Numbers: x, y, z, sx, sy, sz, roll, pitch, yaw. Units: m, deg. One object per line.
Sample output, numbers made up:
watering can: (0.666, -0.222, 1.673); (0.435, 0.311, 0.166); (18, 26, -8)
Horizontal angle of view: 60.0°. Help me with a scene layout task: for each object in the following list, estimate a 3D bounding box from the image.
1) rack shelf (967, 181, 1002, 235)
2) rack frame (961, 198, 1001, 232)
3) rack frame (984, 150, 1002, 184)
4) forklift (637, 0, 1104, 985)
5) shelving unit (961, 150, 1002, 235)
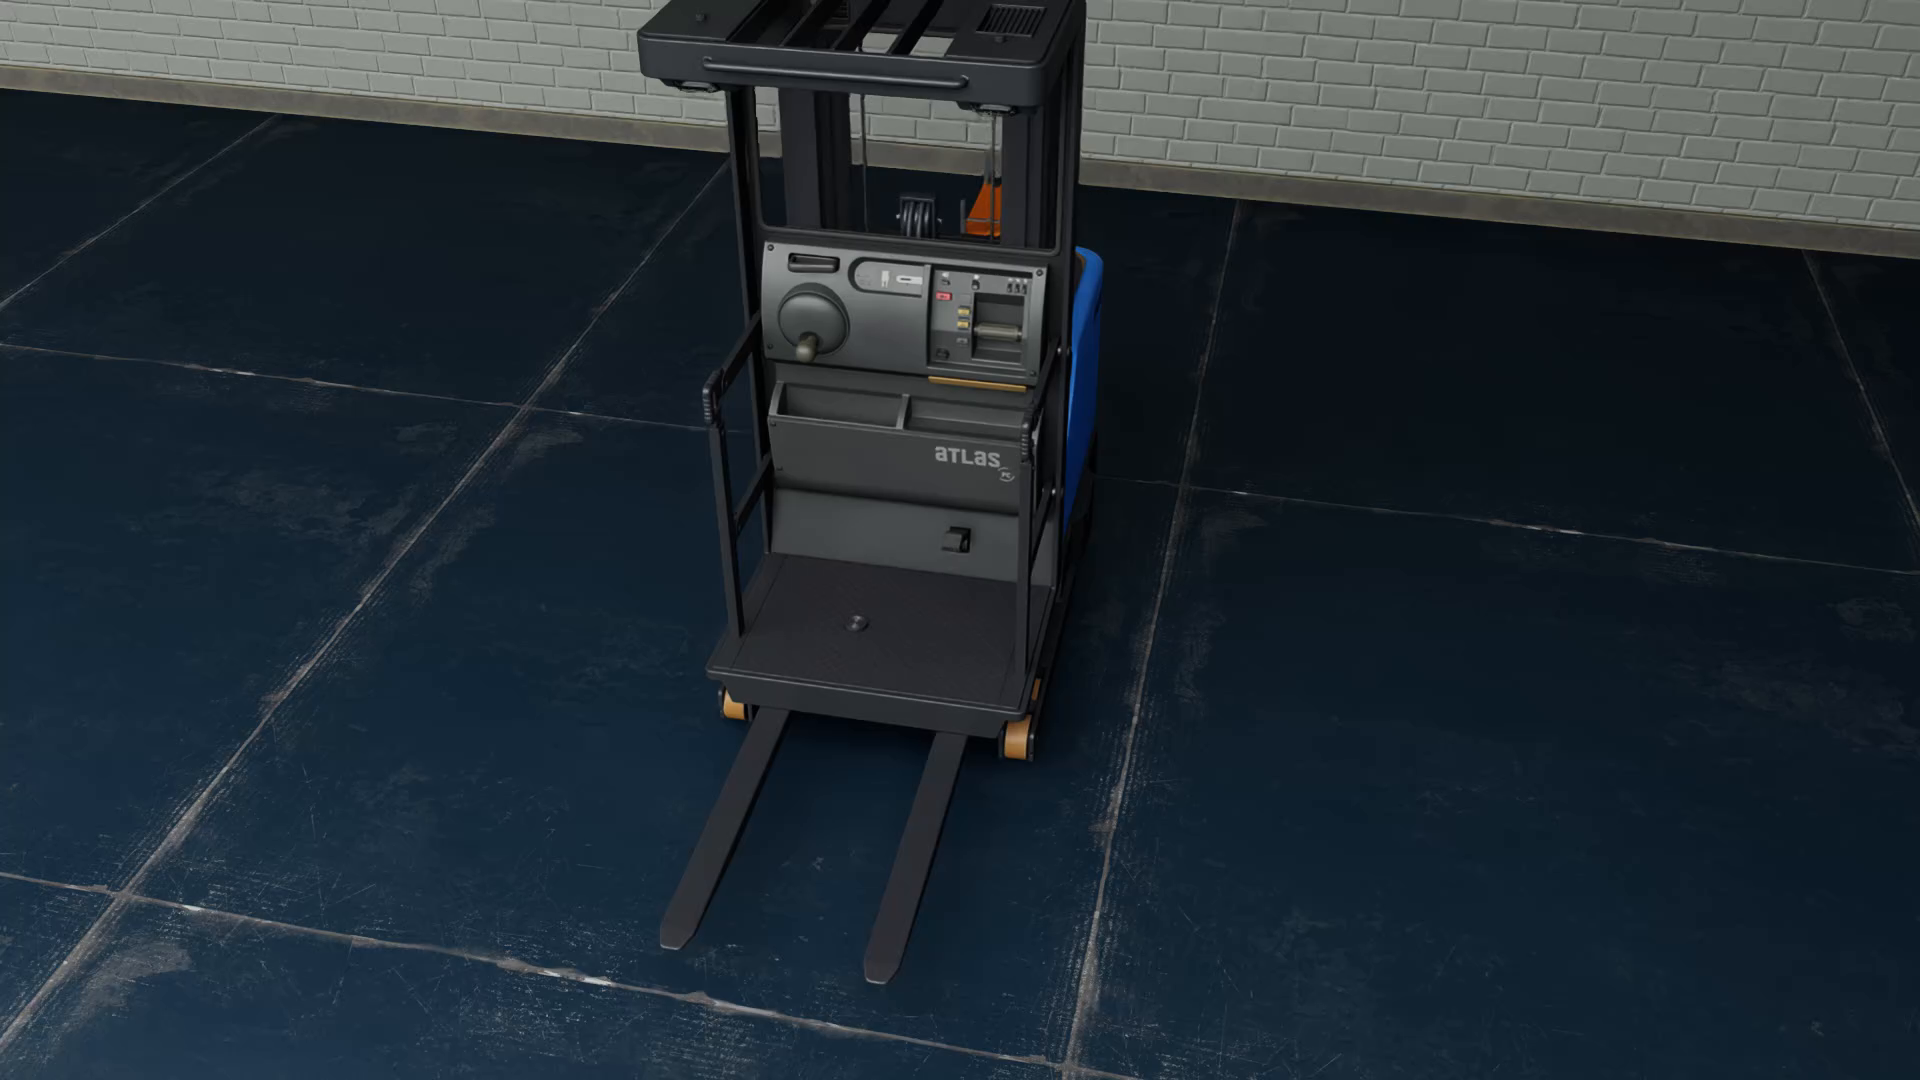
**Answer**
rack shelf: (0.173, -1.307, 6.862); (0.258, 0.148, 0.480); (7, 37, 9)
rack frame: (0.123, -0.849, 6.899); (0.240, 1.200, 0.015); (7, 37, 9)
rack frame: (0.222, -1.129, 7.286); (0.240, 1.200, 0.015); (7, 37, 9)
forklift: (-0.227, -0.672, 5.179); (1.130, 2.935, 3.031); (7, 37, 9)
shelving unit: (0.173, -0.989, 7.092); (0.258, 1.200, 0.503); (7, 37, 9)
